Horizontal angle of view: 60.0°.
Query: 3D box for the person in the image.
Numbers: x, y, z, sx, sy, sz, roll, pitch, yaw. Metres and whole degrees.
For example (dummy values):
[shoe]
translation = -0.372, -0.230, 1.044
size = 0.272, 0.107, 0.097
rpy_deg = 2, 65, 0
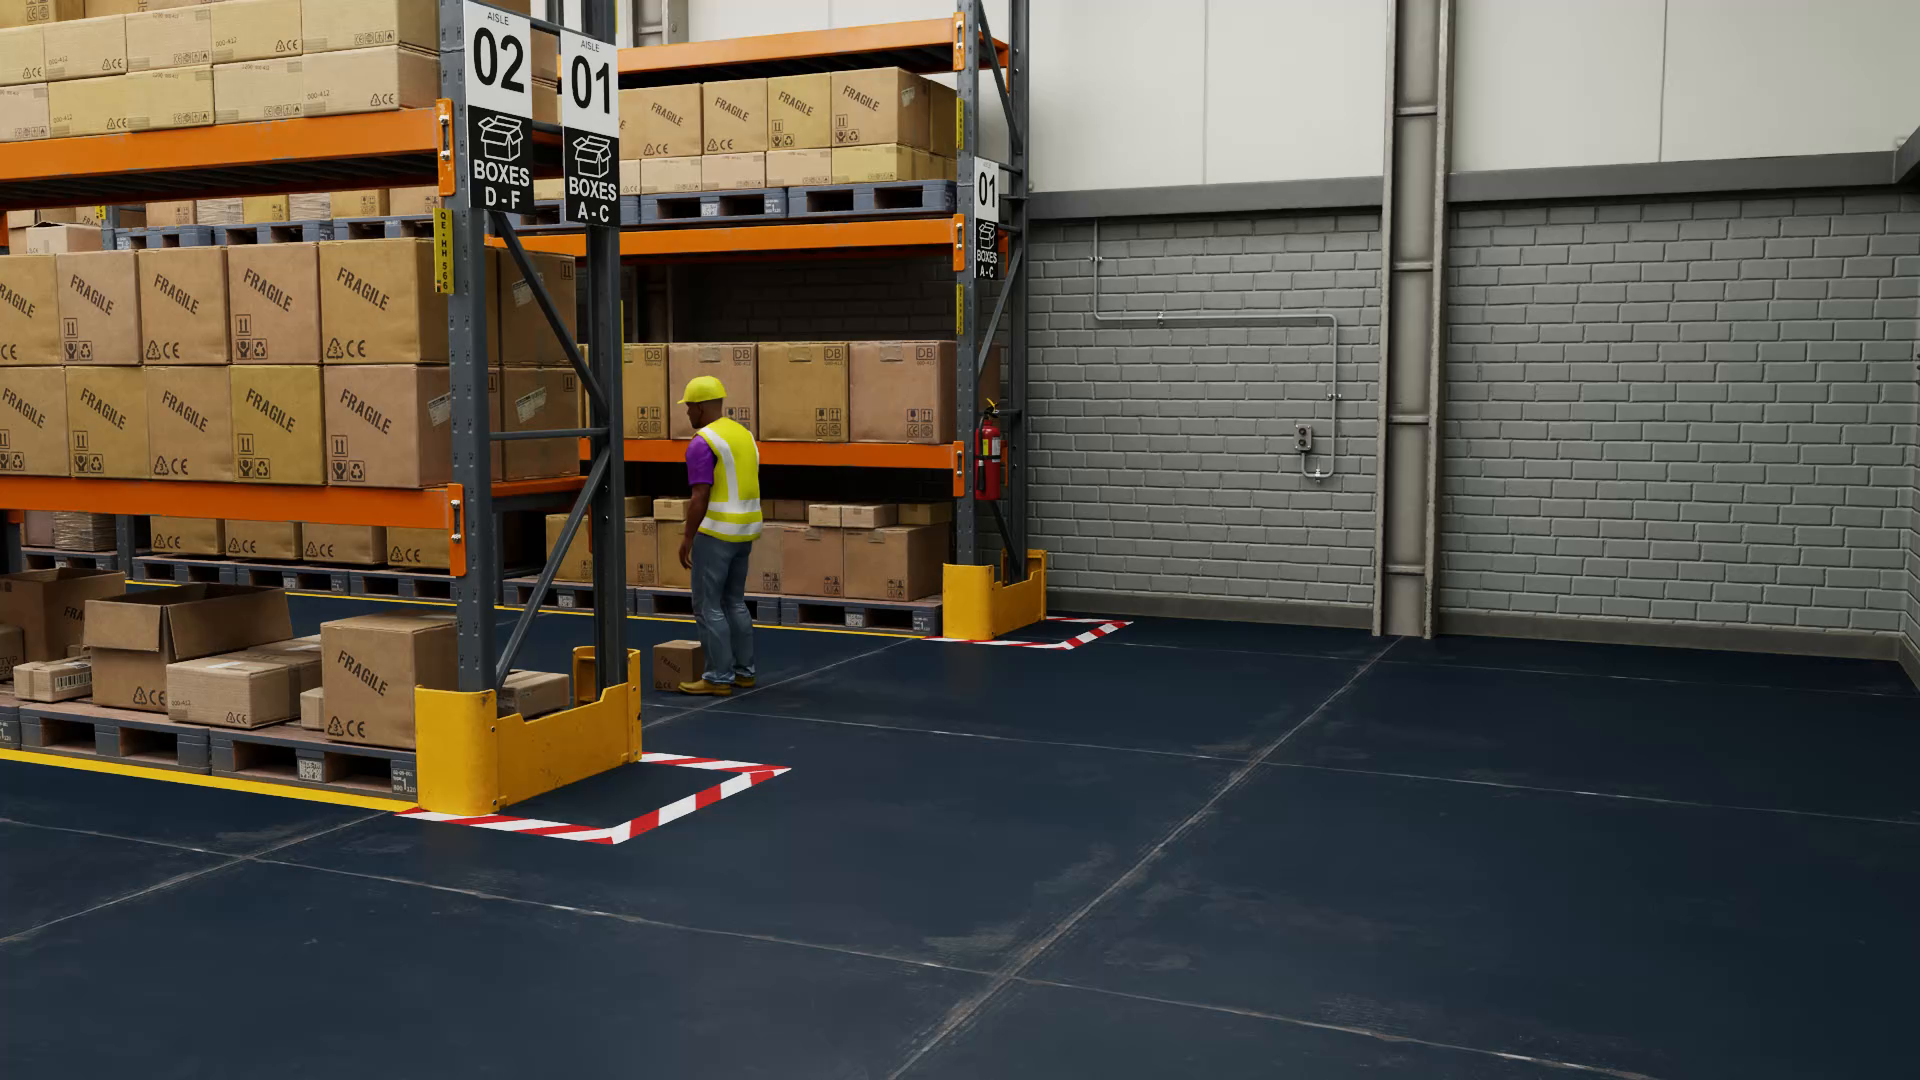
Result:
[person]
translation = -1.346, -0.030, 9.259
size = 0.456, 1.761, 0.628
rpy_deg = 2, 6, 24
